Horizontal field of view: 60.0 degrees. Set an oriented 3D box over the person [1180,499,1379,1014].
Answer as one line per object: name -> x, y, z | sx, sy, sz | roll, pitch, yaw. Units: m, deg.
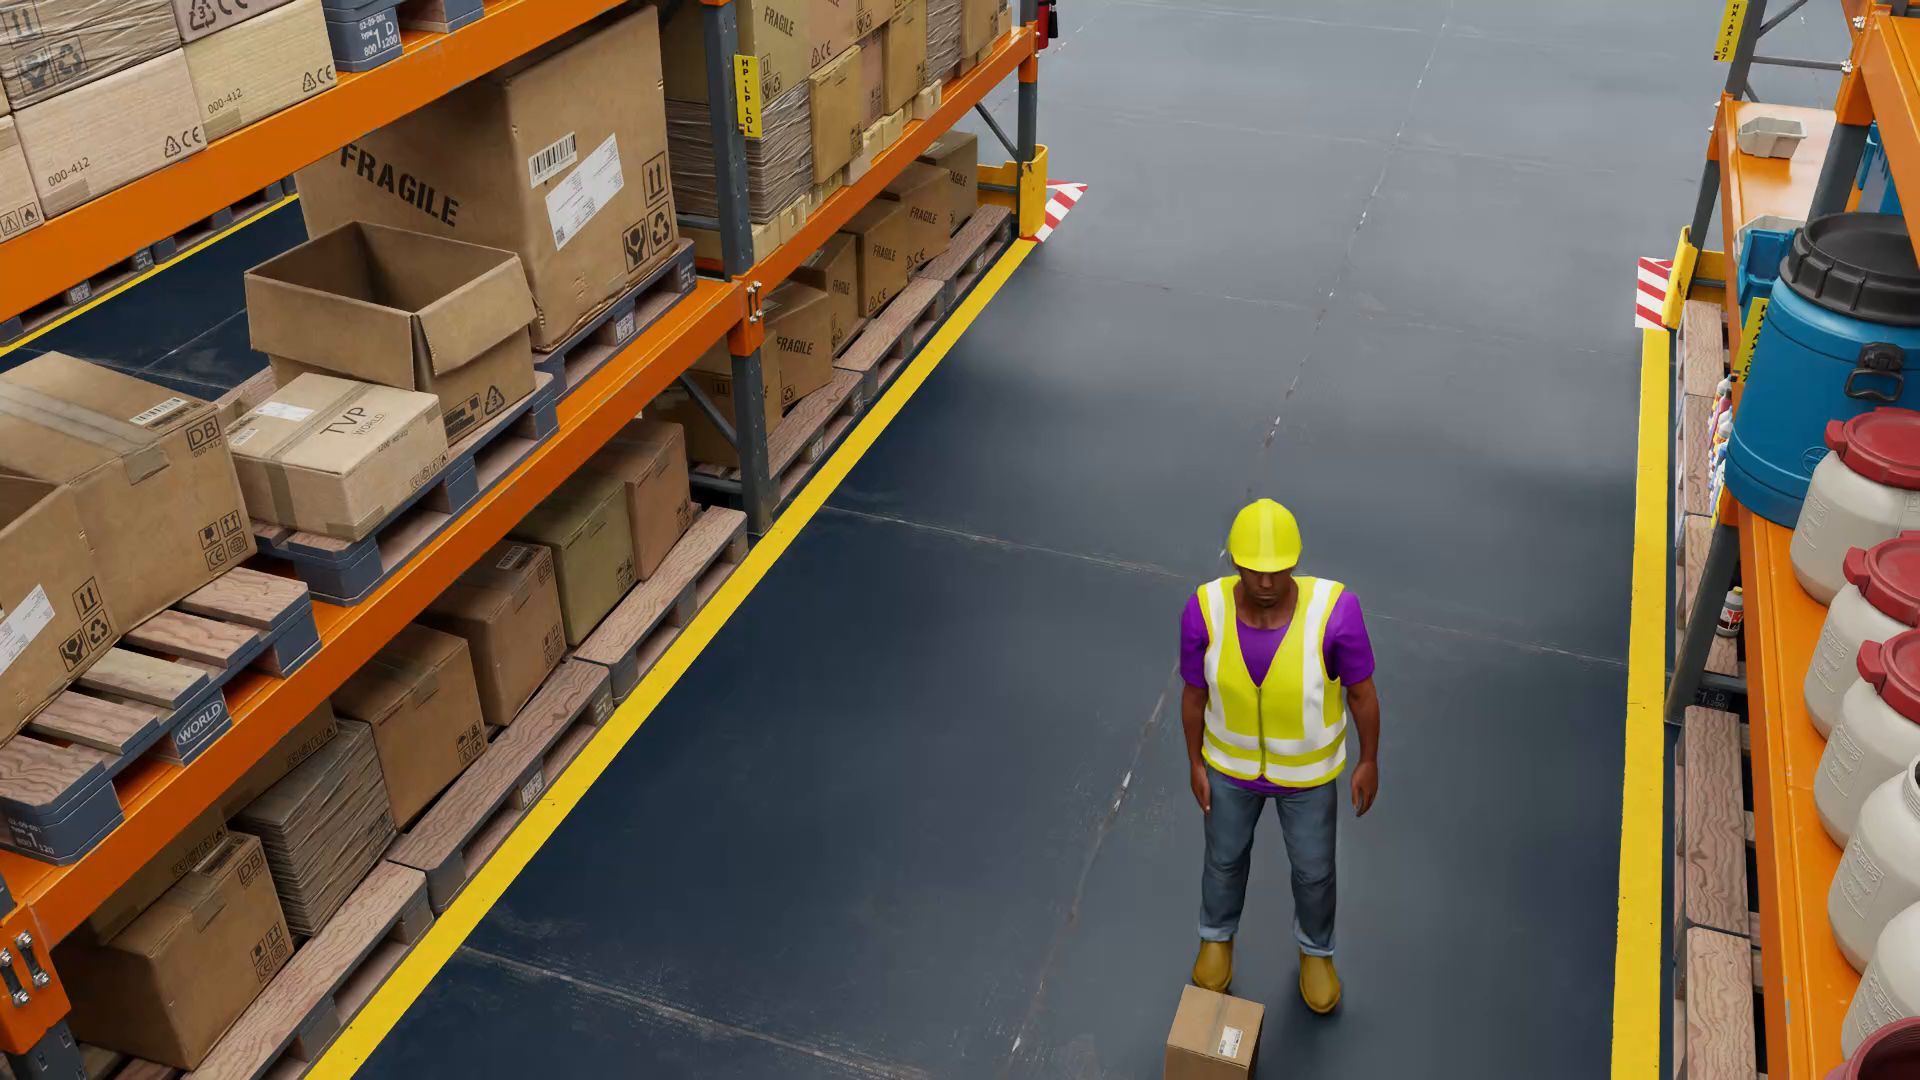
person -> 0.947, 0.686, 5.057 | 0.644, 1.777, 0.370 | 12, 35, 18
